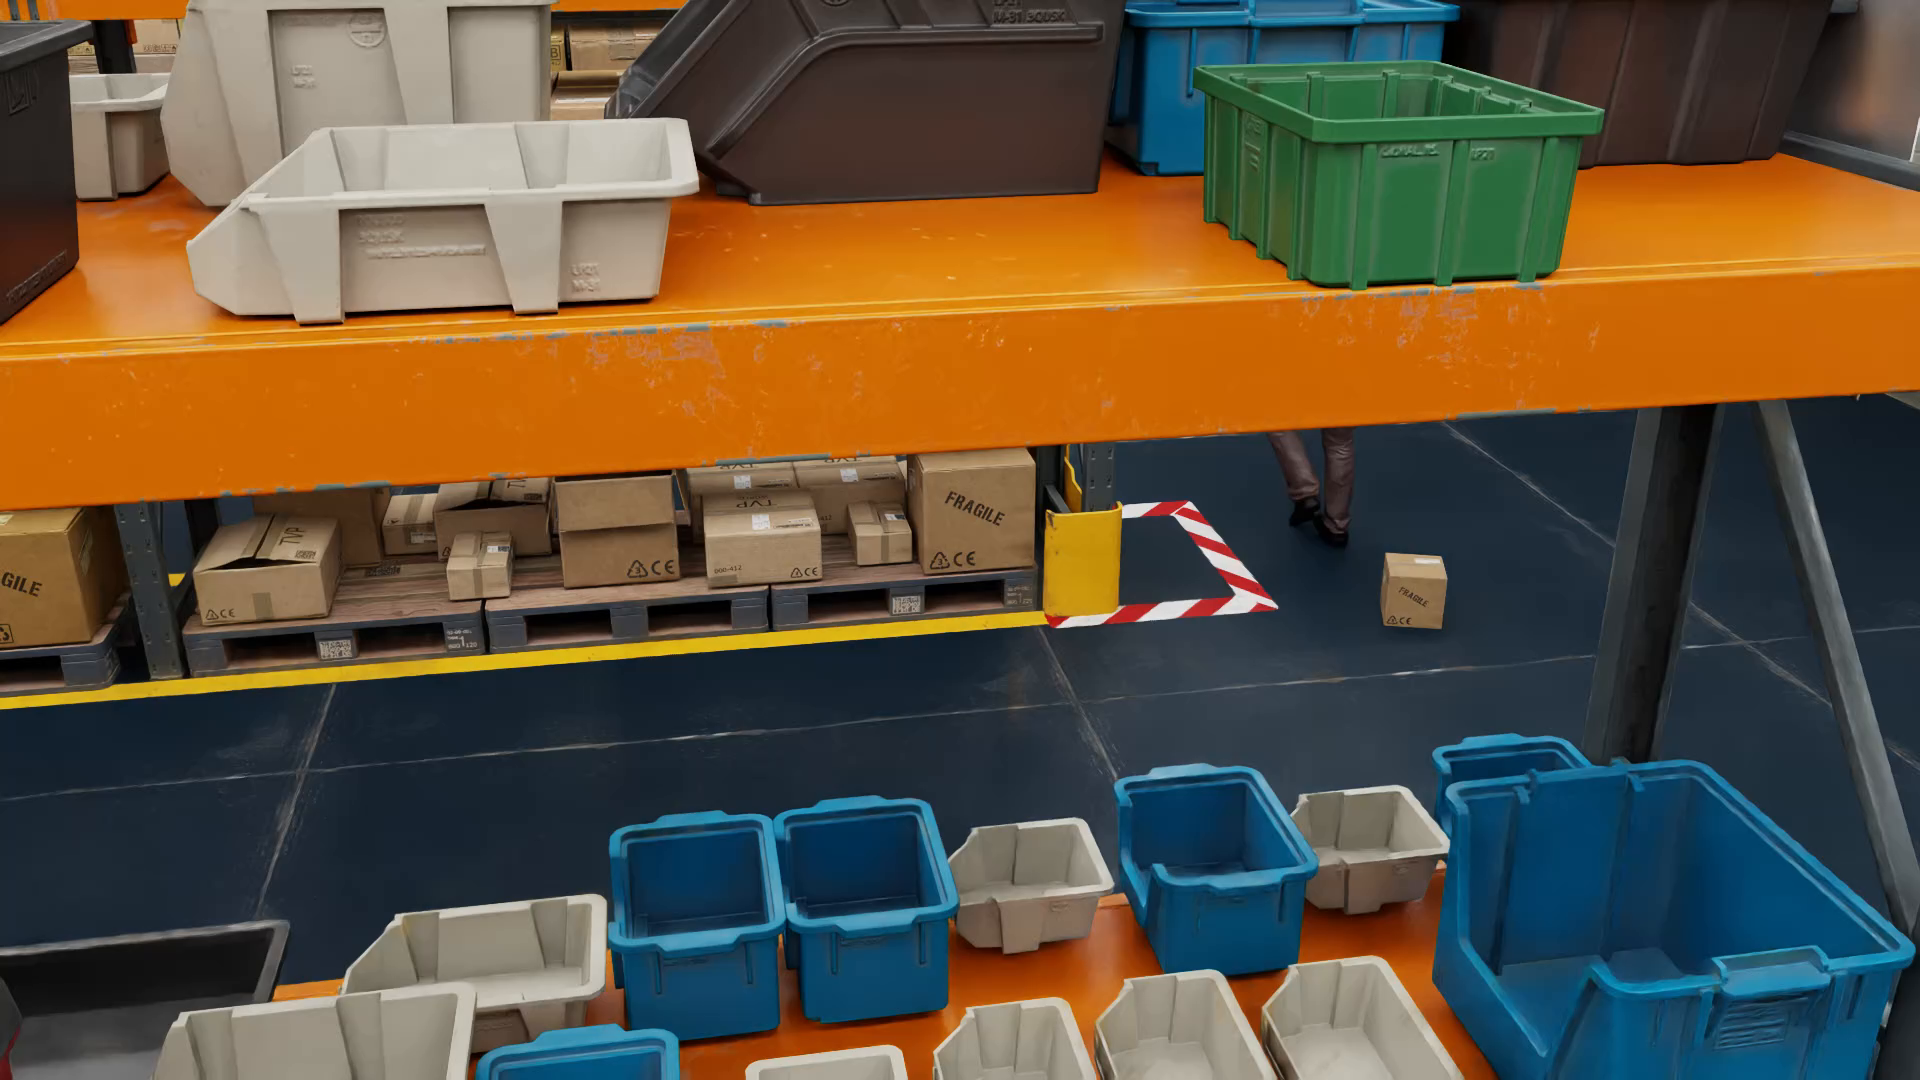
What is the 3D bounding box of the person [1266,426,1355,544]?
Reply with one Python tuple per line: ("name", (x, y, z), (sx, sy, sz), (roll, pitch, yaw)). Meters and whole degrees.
("person", (1.743, -0.833, 8.051), (0.585, 1.731, 0.524), (-5, 24, -11))
